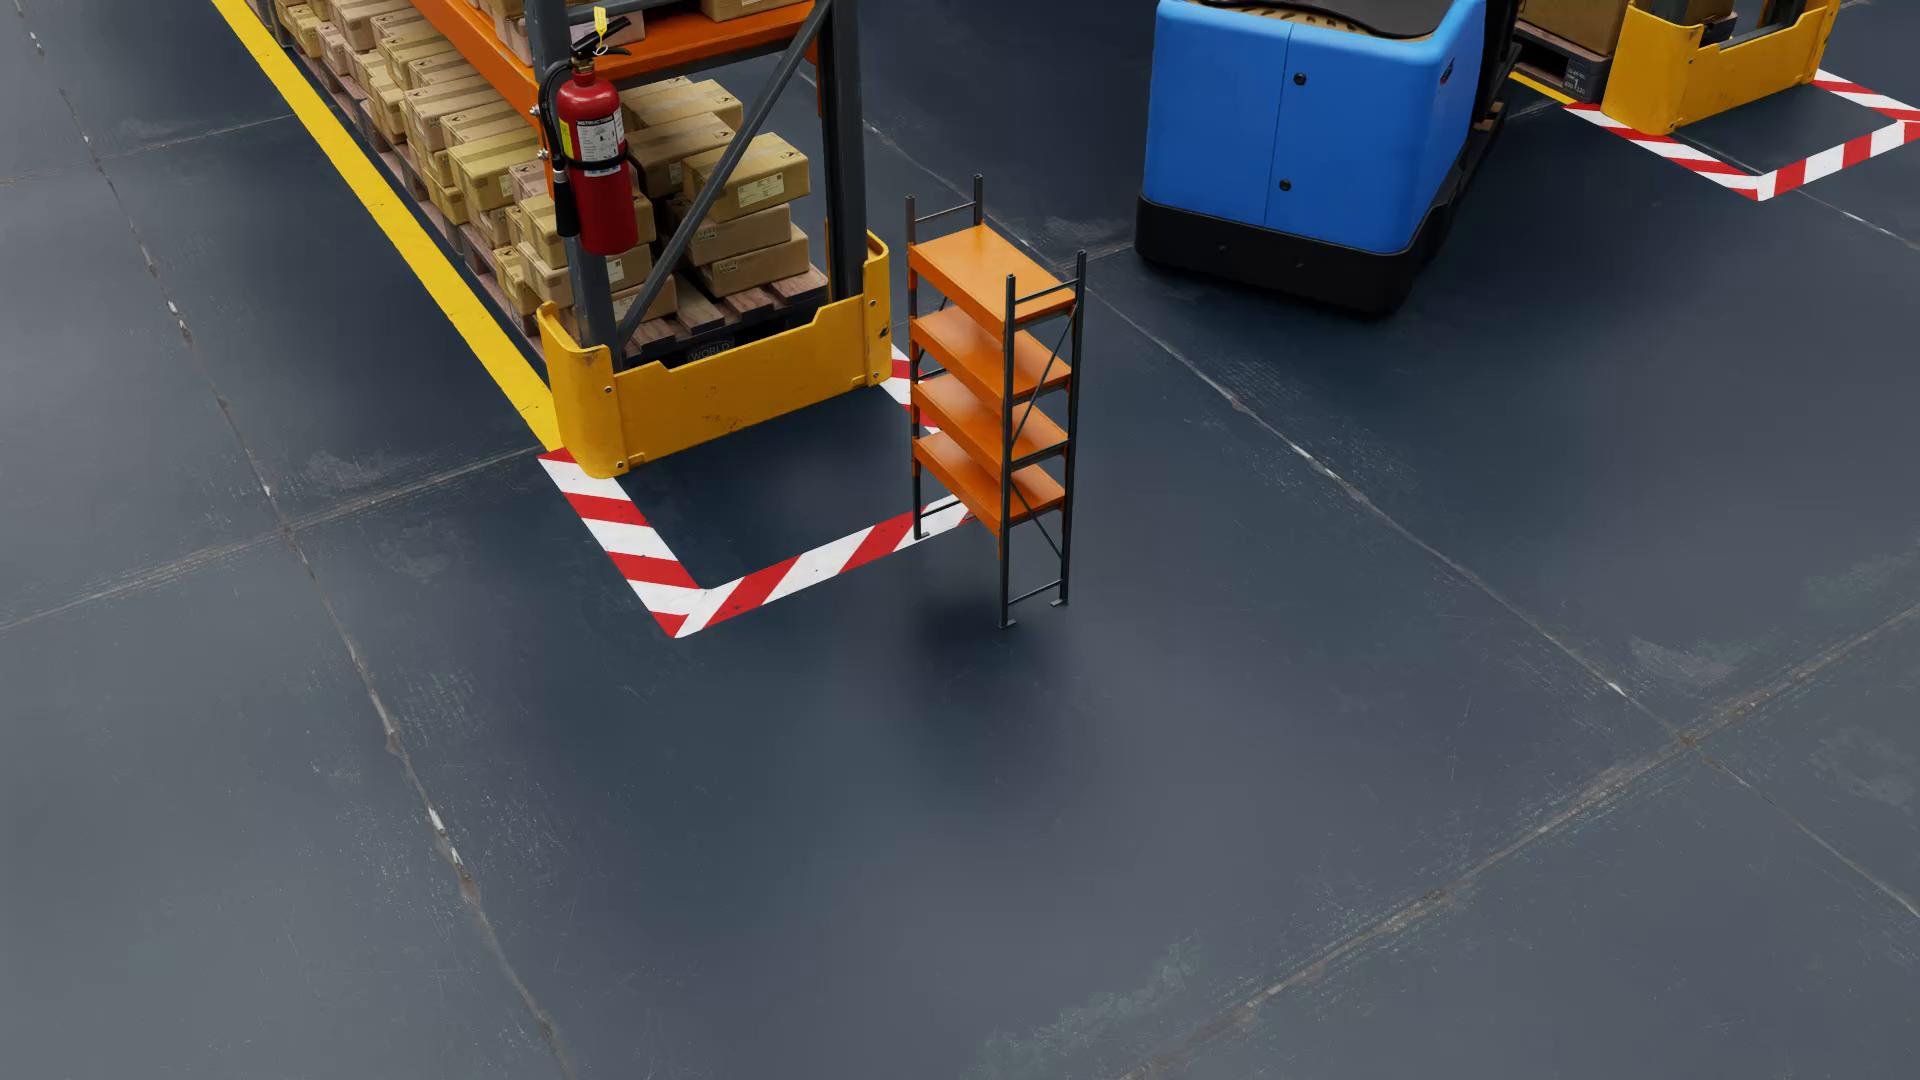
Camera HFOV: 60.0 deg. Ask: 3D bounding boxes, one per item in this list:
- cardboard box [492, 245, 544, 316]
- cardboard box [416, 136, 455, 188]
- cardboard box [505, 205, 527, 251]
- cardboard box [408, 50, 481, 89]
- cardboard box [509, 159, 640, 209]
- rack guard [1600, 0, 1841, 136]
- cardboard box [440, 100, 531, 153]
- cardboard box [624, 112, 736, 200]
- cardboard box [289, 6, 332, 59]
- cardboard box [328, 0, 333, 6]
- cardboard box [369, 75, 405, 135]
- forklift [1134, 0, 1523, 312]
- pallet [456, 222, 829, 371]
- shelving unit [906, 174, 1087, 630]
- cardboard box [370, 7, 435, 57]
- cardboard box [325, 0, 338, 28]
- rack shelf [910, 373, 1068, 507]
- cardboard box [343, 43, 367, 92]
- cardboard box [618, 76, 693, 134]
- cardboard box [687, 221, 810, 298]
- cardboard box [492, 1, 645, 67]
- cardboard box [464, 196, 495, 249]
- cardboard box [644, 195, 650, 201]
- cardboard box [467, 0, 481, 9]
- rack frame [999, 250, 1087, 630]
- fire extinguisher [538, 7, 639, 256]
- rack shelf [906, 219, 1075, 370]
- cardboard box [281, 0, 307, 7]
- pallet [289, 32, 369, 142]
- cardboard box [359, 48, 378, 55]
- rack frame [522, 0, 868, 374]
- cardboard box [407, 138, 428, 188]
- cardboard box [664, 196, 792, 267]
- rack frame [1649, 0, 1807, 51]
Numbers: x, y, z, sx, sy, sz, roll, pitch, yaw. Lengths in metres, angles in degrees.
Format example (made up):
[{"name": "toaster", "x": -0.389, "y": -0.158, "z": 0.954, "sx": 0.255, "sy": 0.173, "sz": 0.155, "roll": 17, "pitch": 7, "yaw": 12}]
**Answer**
[{"name": "cardboard box", "x": -1.445, "y": -0.972, "z": 5.972, "sx": 0.380, "sy": 0.149, "sz": 0.250, "roll": -21, "pitch": 44, "yaw": -23}, {"name": "cardboard box", "x": -1.857, "y": -1.511, "z": 6.387, "sx": 0.380, "sy": 0.149, "sz": 0.250, "roll": -22, "pitch": 44, "yaw": -24}, {"name": "cardboard box", "x": -1.382, "y": -1.116, "z": 5.913, "sx": 0.380, "sy": 0.149, "sz": 0.250, "roll": -23, "pitch": 45, "yaw": -25}, {"name": "cardboard box", "x": -1.919, "y": -1.802, "z": 6.503, "sx": 0.380, "sy": 0.149, "sz": 0.250, "roll": -24, "pitch": 45, "yaw": -26}, {"name": "cardboard box", "x": -1.347, "y": -1.238, "z": 5.827, "sx": 0.380, "sy": 0.149, "sz": 0.250, "roll": -21, "pitch": 44, "yaw": -24}, {"name": "rack guard", "x": 3.487, "y": -2.269, "z": 7.582, "sx": 1.175, "sy": 0.500, "sz": 0.348, "roll": -22, "pitch": 45, "yaw": -24}, {"name": "cardboard box", "x": -1.680, "y": -1.496, "z": 6.136, "sx": 0.380, "sy": 0.149, "sz": 0.250, "roll": -24, "pitch": 45, "yaw": -26}, {"name": "cardboard box", "x": -1.007, "y": -1.391, "z": 6.011, "sx": 0.380, "sy": 0.149, "sz": 0.250, "roll": -21, "pitch": 44, "yaw": -24}, {"name": "cardboard box", "x": -2.845, "y": -2.364, "z": 7.643, "sx": 0.380, "sy": 0.149, "sz": 0.250, "roll": -21, "pitch": 44, "yaw": -23}, {"name": "cardboard box", "x": -2.627, "y": -2.497, "z": 7.338, "sx": 0.380, "sy": 0.149, "sz": 0.250, "roll": -23, "pitch": 45, "yaw": -25}, {"name": "cardboard box", "x": -2.151, "y": -1.795, "z": 6.728, "sx": 0.380, "sy": 0.149, "sz": 0.250, "roll": -22, "pitch": 44, "yaw": -24}, {"name": "forklift", "x": 1.780, "y": -2.908, "z": 6.450, "sx": 1.130, "sy": 2.935, "sz": 3.031, "roll": 17, "pitch": 43, "yaw": 20}, {"name": "pallet", "x": -1.210, "y": -1.010, "z": 6.297, "sx": 1.003, "sy": 0.211, "sz": 1.213, "roll": -22, "pitch": 45, "yaw": -24}, {"name": "shelving unit", "x": 0.089, "y": -0.372, "z": 4.759, "sx": 0.258, "sy": 1.200, "sz": 0.503, "roll": -22, "pitch": 45, "yaw": -24}, {"name": "cardboard box", "x": -2.183, "y": -2.080, "z": 6.837, "sx": 0.380, "sy": 0.149, "sz": 0.250, "roll": -24, "pitch": 45, "yaw": -26}, {"name": "cardboard box", "x": -2.615, "y": -2.398, "z": 7.451, "sx": 0.380, "sy": 0.149, "sz": 0.250, "roll": -22, "pitch": 45, "yaw": -25}, {"name": "rack shelf", "x": 0.089, "y": -0.320, "z": 4.802, "sx": 0.258, "sy": 0.148, "sz": 0.480, "roll": -22, "pitch": 45, "yaw": -24}, {"name": "cardboard box", "x": -2.489, "y": -2.128, "z": 7.359, "sx": 0.380, "sy": 0.149, "sz": 0.250, "roll": -23, "pitch": 45, "yaw": -25}, {"name": "cardboard box", "x": -1.238, "y": -1.677, "z": 6.353, "sx": 0.380, "sy": 0.149, "sz": 0.250, "roll": -24, "pitch": 46, "yaw": -26}, {"name": "cardboard box", "x": -0.774, "y": -1.049, "z": 6.064, "sx": 0.380, "sy": 0.149, "sz": 0.250, "roll": -21, "pitch": 44, "yaw": -24}, {"name": "cardboard box", "x": -1.176, "y": -1.572, "z": 4.989, "sx": 0.380, "sy": 0.149, "sz": 0.250, "roll": -22, "pitch": 45, "yaw": -24}, {"name": "cardboard box", "x": -1.658, "y": -1.273, "z": 6.333, "sx": 0.380, "sy": 0.149, "sz": 0.250, "roll": -22, "pitch": 44, "yaw": -24}, {"name": "cardboard box", "x": -1.134, "y": -1.410, "z": 6.265, "sx": 0.380, "sy": 0.149, "sz": 0.250, "roll": -22, "pitch": 44, "yaw": -24}, {"name": "cardboard box", "x": -1.426, "y": -1.849, "z": 5.322, "sx": 0.380, "sy": 0.149, "sz": 0.250, "roll": -23, "pitch": 45, "yaw": -25}, {"name": "rack frame", "x": 0.220, "y": -0.240, "z": 4.601, "sx": 0.240, "sy": 1.200, "sz": 0.015, "roll": -22, "pitch": 45, "yaw": -24}, {"name": "fire extinguisher", "x": -1.016, "y": -1.122, "z": 4.605, "sx": 0.296, "sy": 0.674, "sz": 0.183, "roll": -22, "pitch": 45, "yaw": -24}, {"name": "rack shelf", "x": 0.089, "y": -0.673, "z": 4.507, "sx": 0.258, "sy": 0.148, "sz": 0.480, "roll": -22, "pitch": 45, "yaw": -24}, {"name": "cardboard box", "x": -2.988, "y": -2.623, "z": 7.721, "sx": 0.380, "sy": 0.149, "sz": 0.250, "roll": -20, "pitch": 44, "yaw": -22}, {"name": "pallet", "x": -2.522, "y": -2.327, "z": 7.878, "sx": 1.003, "sy": 0.211, "sz": 1.213, "roll": -22, "pitch": 45, "yaw": -24}, {"name": "cardboard box", "x": -2.344, "y": -2.095, "z": 7.088, "sx": 0.380, "sy": 0.149, "sz": 0.250, "roll": -20, "pitch": 44, "yaw": -22}, {"name": "rack frame", "x": -0.762, "y": -1.589, "z": 4.814, "sx": 1.000, "sy": 3.000, "sz": 0.127, "roll": -22, "pitch": 45, "yaw": -24}, {"name": "cardboard box", "x": -1.978, "y": -1.543, "z": 6.658, "sx": 0.380, "sy": 0.149, "sz": 0.250, "roll": -21, "pitch": 44, "yaw": -24}, {"name": "cardboard box", "x": -0.828, "y": -1.141, "z": 5.943, "sx": 0.380, "sy": 0.149, "sz": 0.250, "roll": -20, "pitch": 44, "yaw": -23}, {"name": "rack frame", "x": 3.474, "y": -3.242, "z": 6.798, "sx": 1.000, "sy": 3.000, "sz": 0.127, "roll": -22, "pitch": 45, "yaw": -24}]
